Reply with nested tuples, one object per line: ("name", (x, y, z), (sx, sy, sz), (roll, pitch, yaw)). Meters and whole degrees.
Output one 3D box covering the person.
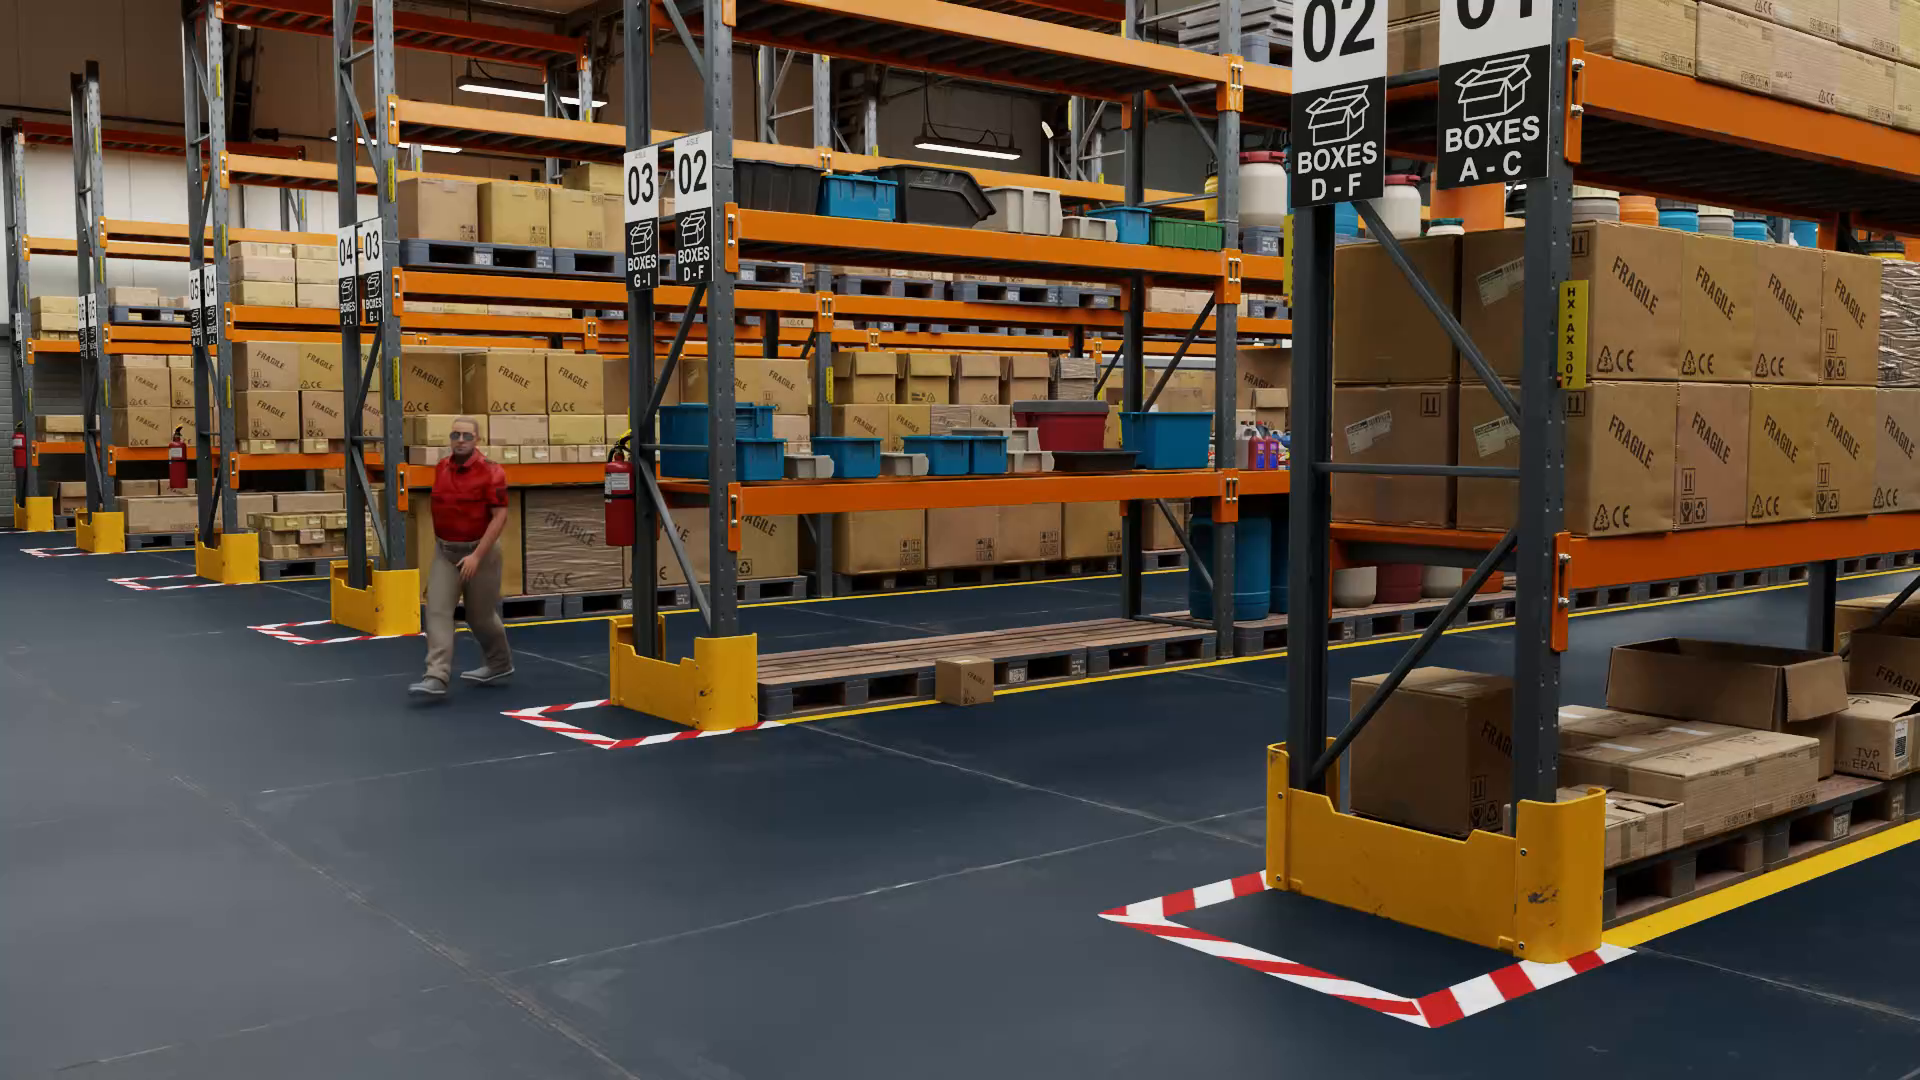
("person", (-2.947, 0.093, 9.966), (0.555, 1.664, 0.957), (1, 4, 17))
